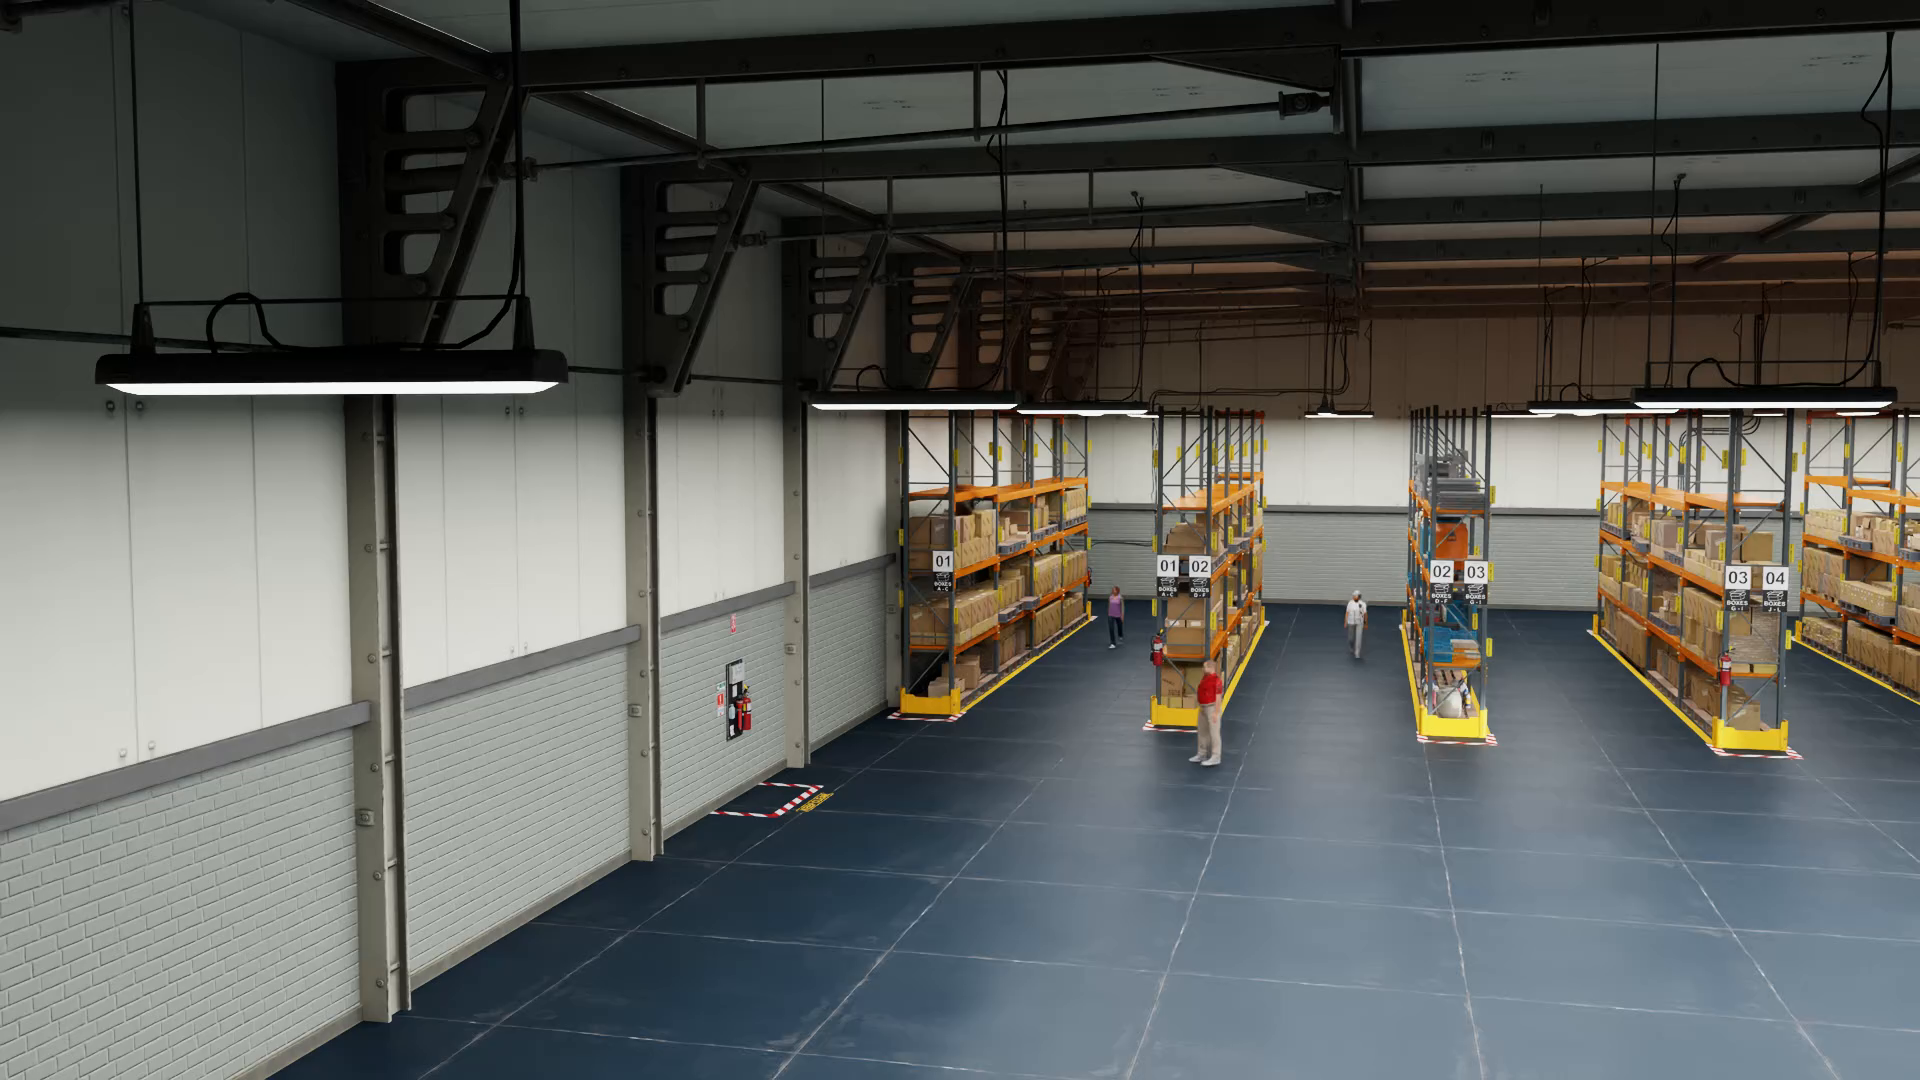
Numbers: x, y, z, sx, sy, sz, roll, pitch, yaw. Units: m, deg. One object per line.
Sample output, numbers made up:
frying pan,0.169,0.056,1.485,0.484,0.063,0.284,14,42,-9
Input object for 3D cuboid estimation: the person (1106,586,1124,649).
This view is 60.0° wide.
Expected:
person,3.908,1.927,41.856,0.480,1.567,0.624,1,4,11

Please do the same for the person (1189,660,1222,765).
person,4.113,2.857,27.759,0.439,1.728,0.593,-2,5,-29

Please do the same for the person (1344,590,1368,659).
person,9.599,2.027,40.257,0.556,1.623,0.929,1,4,19
